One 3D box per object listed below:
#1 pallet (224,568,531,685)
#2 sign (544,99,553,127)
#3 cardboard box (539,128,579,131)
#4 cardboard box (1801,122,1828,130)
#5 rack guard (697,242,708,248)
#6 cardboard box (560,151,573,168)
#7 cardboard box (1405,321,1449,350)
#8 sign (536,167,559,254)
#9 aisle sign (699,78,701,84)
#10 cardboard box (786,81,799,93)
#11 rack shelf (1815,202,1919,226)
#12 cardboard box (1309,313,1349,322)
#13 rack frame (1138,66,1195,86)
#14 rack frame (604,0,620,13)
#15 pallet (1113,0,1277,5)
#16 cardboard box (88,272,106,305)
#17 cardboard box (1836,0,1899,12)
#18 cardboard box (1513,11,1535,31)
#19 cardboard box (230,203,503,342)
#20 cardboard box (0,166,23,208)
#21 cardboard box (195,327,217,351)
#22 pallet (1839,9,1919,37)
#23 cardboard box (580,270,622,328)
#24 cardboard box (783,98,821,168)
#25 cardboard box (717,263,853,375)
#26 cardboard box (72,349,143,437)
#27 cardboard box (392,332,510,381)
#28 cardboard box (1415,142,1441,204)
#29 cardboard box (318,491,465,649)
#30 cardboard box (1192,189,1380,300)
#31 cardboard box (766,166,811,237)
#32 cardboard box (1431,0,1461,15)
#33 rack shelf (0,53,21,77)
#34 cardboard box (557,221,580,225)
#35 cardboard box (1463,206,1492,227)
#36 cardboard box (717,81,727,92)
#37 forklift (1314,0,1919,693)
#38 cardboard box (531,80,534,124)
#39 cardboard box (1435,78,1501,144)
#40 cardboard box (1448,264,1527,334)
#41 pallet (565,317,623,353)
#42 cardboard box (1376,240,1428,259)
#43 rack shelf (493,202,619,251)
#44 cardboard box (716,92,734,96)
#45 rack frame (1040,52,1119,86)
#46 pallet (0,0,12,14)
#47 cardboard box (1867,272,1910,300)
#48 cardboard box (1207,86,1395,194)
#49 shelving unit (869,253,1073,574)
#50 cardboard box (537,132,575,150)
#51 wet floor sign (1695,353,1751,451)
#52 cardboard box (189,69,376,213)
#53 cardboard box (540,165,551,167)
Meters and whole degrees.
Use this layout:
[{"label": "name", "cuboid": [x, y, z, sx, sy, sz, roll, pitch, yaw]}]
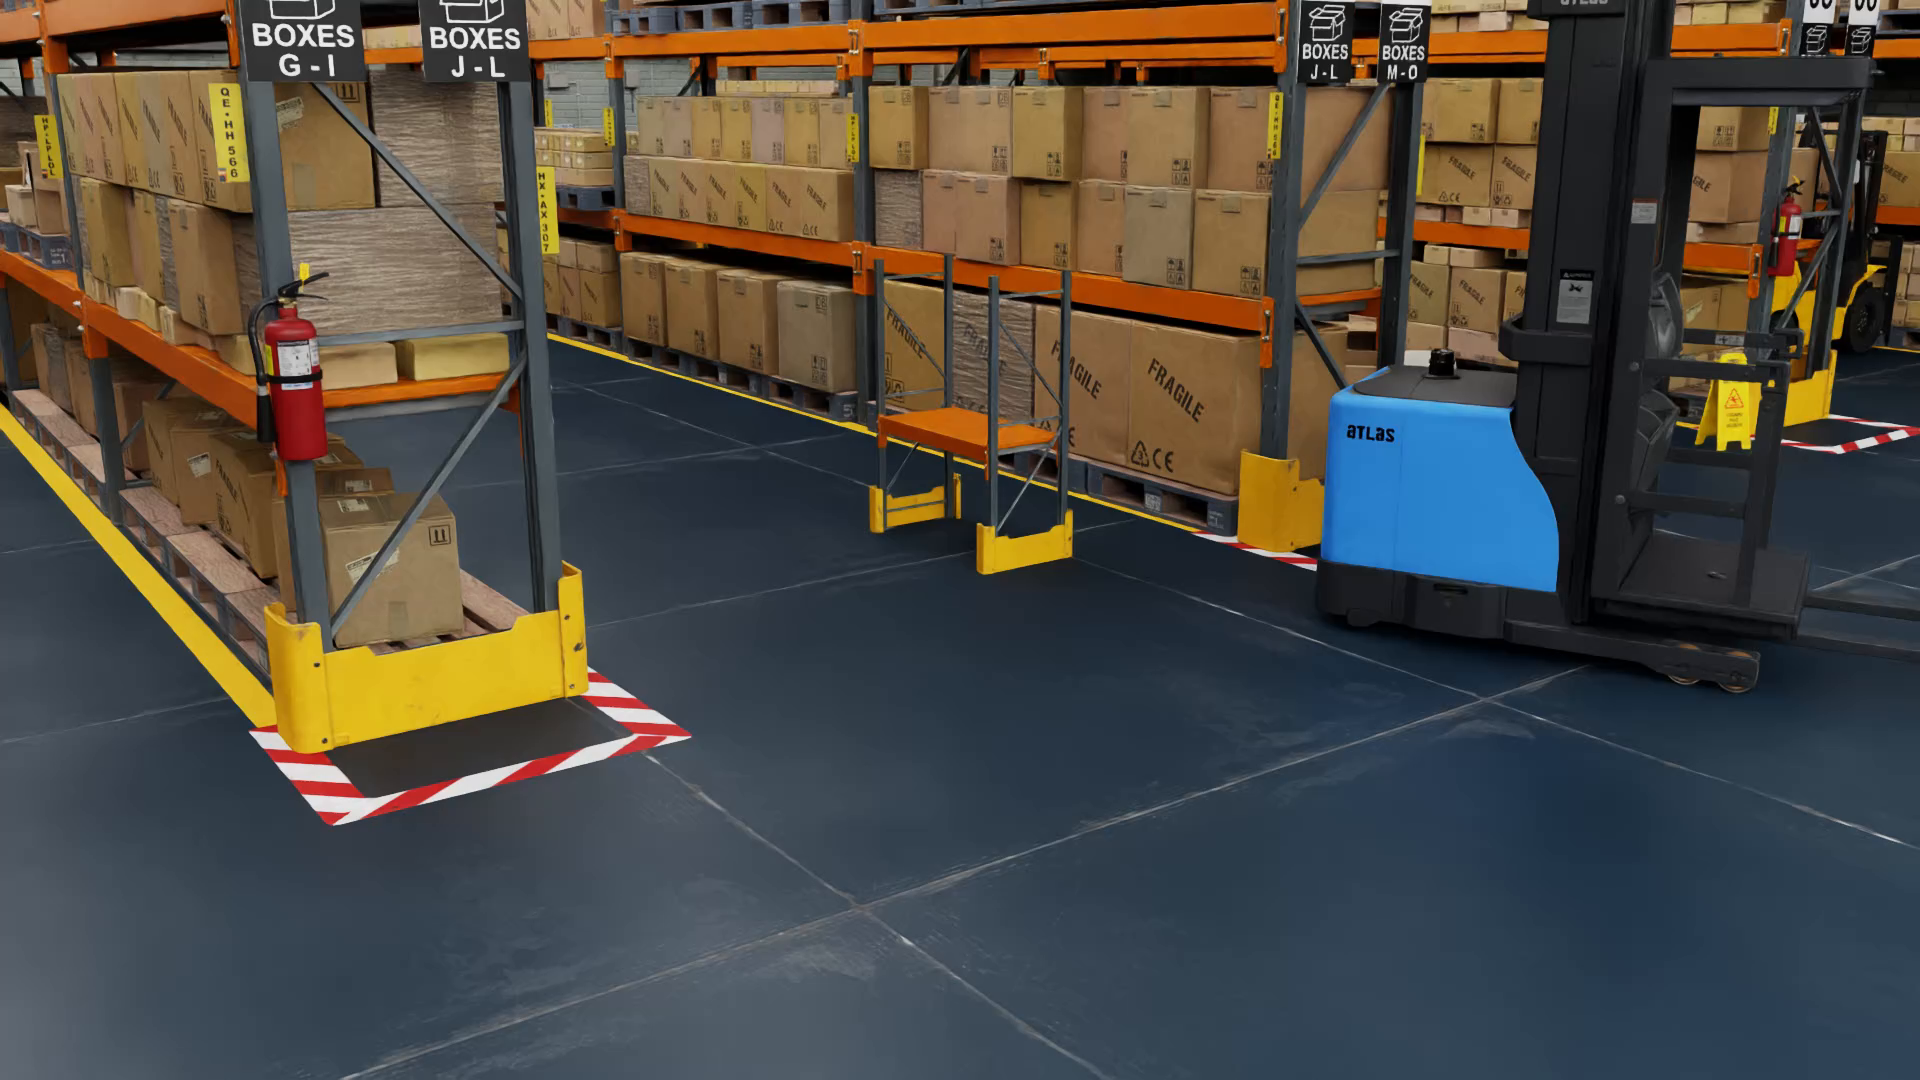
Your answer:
[{"label": "pallet", "cuboid": [-2.522, 0.393, 7.240, 1.003, 0.211, 1.213, -11, 19, -35]}, {"label": "sign", "cuboid": [-4.565, -4.713, 18.420, 0.100, 0.325, 0.005, -11, 19, -35]}, {"label": "cardboard box", "cuboid": [-4.155, -4.212, 17.335, 0.380, 0.149, 0.250, -11, 19, -35]}, {"label": "cardboard box", "cuboid": [8.418, -4.048, 16.203, 0.380, 0.149, 0.250, -11, 19, -35]}, {"label": "rack guard", "cuboid": [-3.433, -4.511, 24.611, 1.175, 0.500, 0.348, -11, 19, -35]}, {"label": "cardboard box", "cuboid": [-3.477, -3.530, 15.407, 0.380, 0.149, 0.250, -10, 18, -32]}, {"label": "cardboard box", "cuboid": [4.088, -1.745, 14.184, 0.500, 0.250, 0.500, -10, 18, -31]}, {"label": "sign", "cuboid": [-1.589, -1.259, 6.352, 0.100, 0.325, 0.005, -11, 19, -35]}, {"label": "aisle sign", "cuboid": [-3.696, -6.936, 23.811, 0.394, 0.787, 0.004, -11, 19, -35]}, {"label": "cardboard box", "cuboid": [-2.052, -5.944, 21.800, 0.380, 0.149, 0.250, -11, 19, -35]}, {"label": "rack shelf", "cuboid": [8.825, -3.146, 16.252, 1.077, 0.370, 4.000, -11, 19, -35]}, {"label": "cardboard box", "cuboid": [3.326, -2.196, 15.599, 0.950, 0.372, 0.625, -11, 19, -34]}, {"label": "rack frame", "cuboid": [2.945, -5.629, 23.959, 1.000, 3.000, 0.127, -11, 19, -35]}, {"label": "rack frame", "cuboid": [-2.660, -6.107, 14.342, 1.000, 3.000, 0.127, -11, 19, -35]}, {"label": "pallet", "cuboid": [1.599, -3.066, 9.082, 1.003, 0.211, 1.213, -11, 19, -35]}, {"label": "cardboard box", "cuboid": [-4.360, -1.342, 8.772, 0.380, 0.149, 0.250, -11, 19, -35]}, {"label": "cardboard box", "cuboid": [8.709, -5.235, 15.660, 0.797, 0.503, 0.637, -10, 18, -33]}, {"label": "cardboard box", "cuboid": [4.529, -4.040, 12.949, 0.380, 0.149, 0.250, -11, 19, -34]}, {"label": "cardboard box", "cuboid": [-2.329, -1.070, 6.551, 0.875, 0.500, 0.500, -11, 19, -35]}, {"label": "cardboard box", "cuboid": [-7.222, -2.580, 12.632, 0.500, 0.500, 0.500, -10, 18, -33]}, {"label": "cardboard box", "cuboid": [-3.111, -0.929, 7.263, 0.380, 0.149, 0.250, -11, 19, -35]}, {"label": "pallet", "cuboid": [8.885, -4.886, 15.732, 1.003, 0.211, 1.213, -11, 19, -35]}, {"label": "cardboard box", "cuboid": [-3.259, -2.310, 15.774, 0.500, 0.500, 0.500, -11, 19, -35]}, {"label": "cardboard box", "cuboid": [-0.909, -3.104, 12.653, 0.700, 0.500, 0.500, -11, 19, -35]}, {"label": "cardboard box", "cuboid": [-1.310, -1.802, 13.443, 1.050, 0.750, 0.750, -11, 19, -35]}, {"label": "cardboard box", "cuboid": [-5.318, -0.976, 10.862, 0.700, 0.500, 0.500, -13, 20, -39]}, {"label": "cardboard box", "cuboid": [-2.003, -0.733, 6.550, 0.380, 0.149, 0.250, -11, 19, -35]}, {"label": "cardboard box", "cuboid": [3.984, -3.100, 13.967, 0.500, 0.500, 0.500, -11, 19, -35]}, {"label": "cardboard box", "cuboid": [-2.381, 0.110, 6.930, 0.500, 0.500, 0.500, -7, 17, -24]}, {"label": "cardboard box", "cuboid": [1.789, -1.650, 9.137, 0.875, 0.550, 0.550, -11, 19, -35]}, {"label": "cardboard box", "cuboid": [-1.128, -2.585, 12.650, 0.500, 0.500, 0.500, -11, 19, -35]}, {"label": "cardboard box", "cuboid": [3.984, -4.422, 13.589, 0.500, 0.250, 0.500, -11, 19, -35]}, {"label": "rack shelf", "cuboid": [-10.259, -4.846, 16.781, 1.077, 0.370, 4.000, -11, 19, -35]}, {"label": "cardboard box", "cuboid": [-4.370, -3.306, 17.993, 0.500, 0.250, 0.500, -11, 19, -36]}, {"label": "cardboard box", "cuboid": [4.307, -2.636, 13.502, 0.380, 0.149, 0.250, -11, 19, -34]}, {"label": "cardboard box", "cuboid": [-3.163, -6.318, 23.165, 0.380, 0.149, 0.250, -10, 18, -33]}, {"label": "forklift", "cuboid": [3.177, -0.950, 6.994, 3.031, 2.935, 1.130, 8, 17, 28]}, {"label": "cardboard box", "cuboid": [-5.080, -4.876, 18.561, 0.500, 0.500, 0.500, -10, 18, -33]}, {"label": "cardboard box", "cuboid": [4.276, -3.472, 13.431, 0.700, 0.500, 0.500, -11, 19, -36]}, {"label": "cardboard box", "cuboid": [4.393, -1.996, 13.678, 0.500, 0.500, 0.500, -10, 18, -32]}, {"label": "pallet", "cuboid": [-3.118, -2.035, 16.113, 1.003, 0.211, 1.213, -11, 19, -35]}, {"label": "cardboard box", "cuboid": [3.790, -2.496, 14.278, 0.380, 0.149, 0.250, -11, 19, -34]}, {"label": "rack shelf", "cuboid": [-3.836, -3.293, 16.790, 1.077, 0.370, 4.000, -11, 19, -35]}, {"label": "cardboard box", "cuboid": [-3.058, -5.986, 23.182, 0.500, 0.500, 0.500, -11, 19, -36]}, {"label": "rack frame", "cuboid": [1.284, -4.003, 18.021, 1.000, 3.000, 0.127, -11, 19, -35]}, {"label": "pallet", "cuboid": [-5.269, -3.336, 10.258, 1.213, 0.211, 1.003, -11, 19, -35]}, {"label": "cardboard box", "cuboid": [8.855, -2.455, 15.829, 0.500, 0.250, 0.500, -11, 19, -36]}, {"label": "cardboard box", "cuboid": [1.857, -2.183, 9.042, 0.875, 0.550, 0.550, -11, 19, -35]}, {"label": "shelving unit", "cuboid": [0.045, -0.707, 8.819, 0.587, 1.500, 1.083, -11, 19, -35]}, {"label": "cardboard box", "cuboid": [-3.779, -3.782, 15.764, 0.380, 0.149, 0.250, -10, 18, -33]}, {"label": "wet floor sign", "cuboid": [5.234, -0.953, 11.335, 0.267, 0.644, 0.232, -4, 16, -15]}, {"label": "cardboard box", "cuboid": [-2.551, -1.510, 6.263, 0.500, 0.500, 0.500, -11, 19, -35]}, {"label": "cardboard box", "cuboid": [-3.762, -3.491, 15.828, 0.380, 0.149, 0.250, -11, 19, -35]}]
